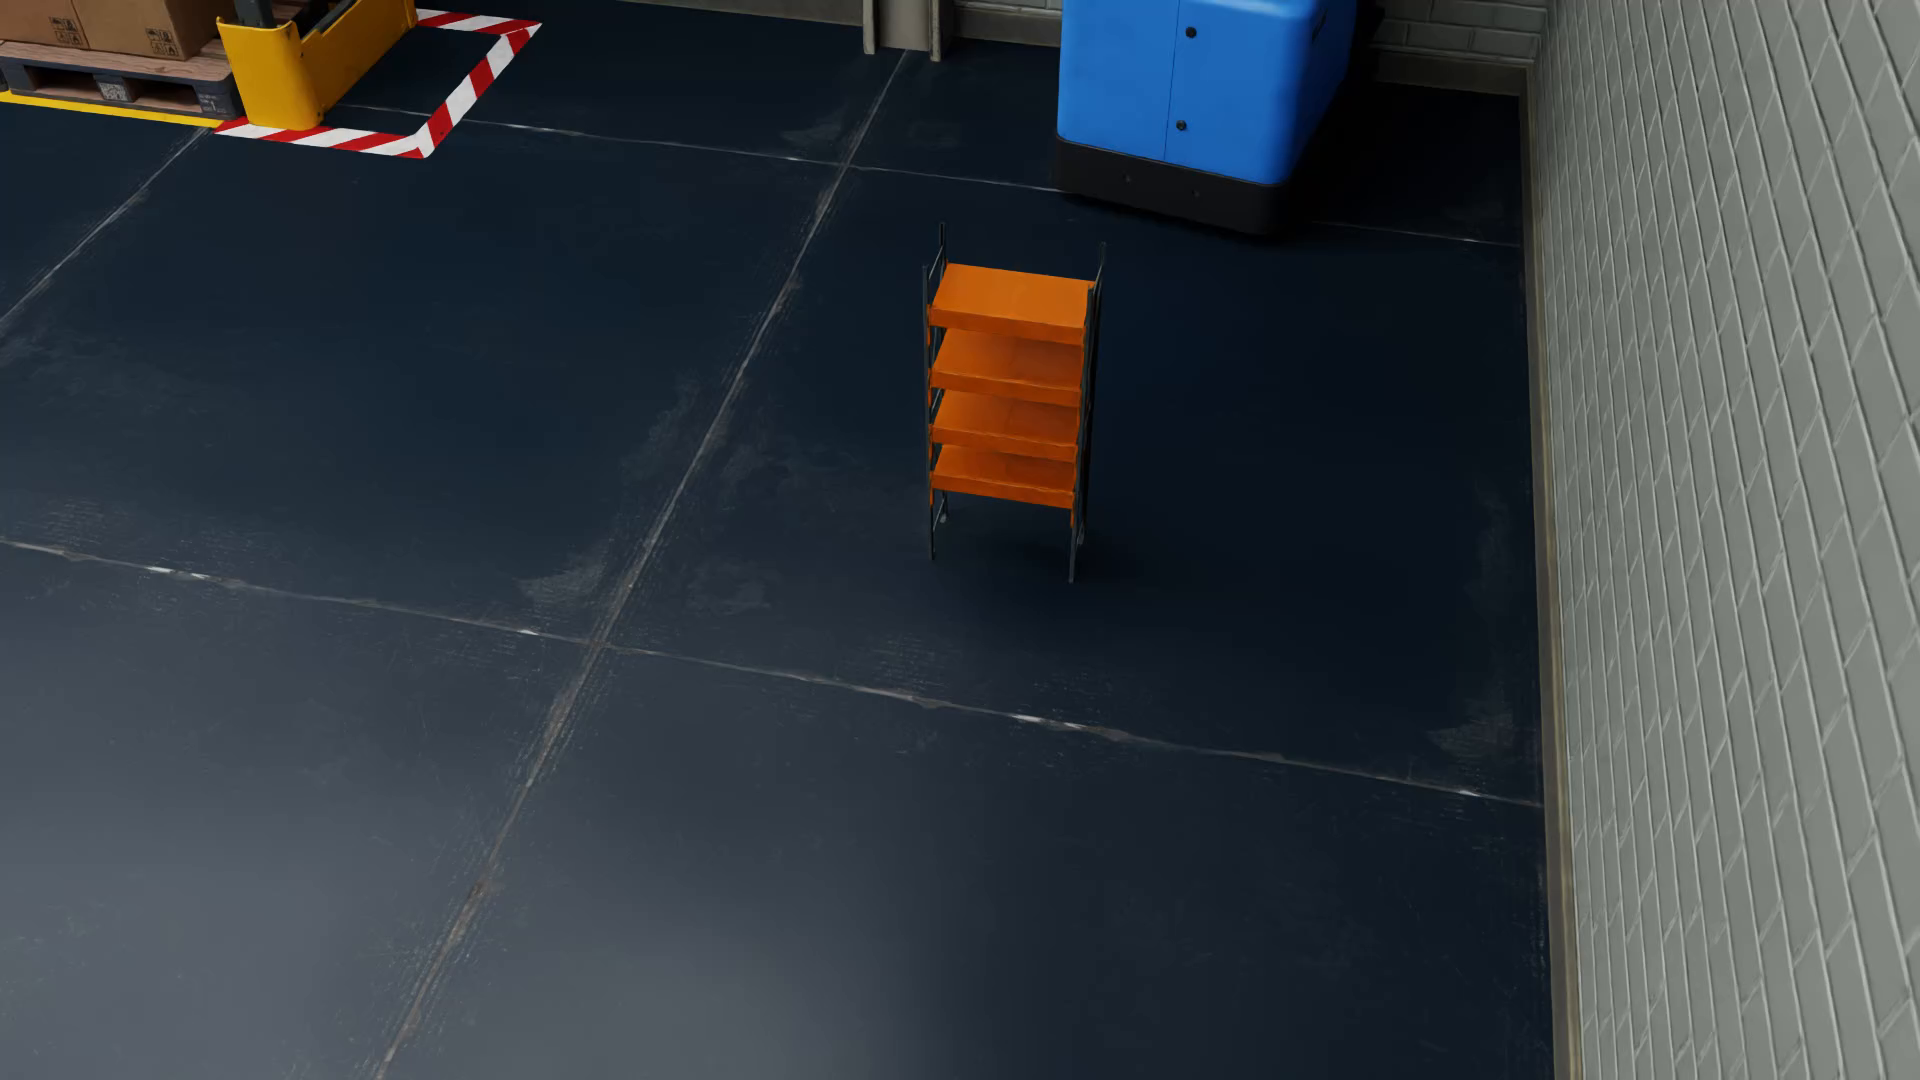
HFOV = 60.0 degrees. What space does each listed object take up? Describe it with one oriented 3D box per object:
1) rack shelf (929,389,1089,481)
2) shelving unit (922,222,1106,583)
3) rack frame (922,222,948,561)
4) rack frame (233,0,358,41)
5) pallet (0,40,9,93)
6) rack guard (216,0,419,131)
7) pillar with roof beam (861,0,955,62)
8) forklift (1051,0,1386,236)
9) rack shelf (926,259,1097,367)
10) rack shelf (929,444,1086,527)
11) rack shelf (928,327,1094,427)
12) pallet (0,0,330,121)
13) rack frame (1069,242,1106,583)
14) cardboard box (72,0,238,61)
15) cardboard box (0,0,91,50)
[{"bbox_3d":[0.162,-0.359,5.355,0.480,0.148,0.258,9,45,9],"label":"rack shelf"},{"bbox_3d":[0.162,-0.407,5.308,0.503,1.200,0.258,9,45,9],"label":"shelving unit"},{"bbox_3d":[-0.077,-0.444,5.346,0.015,1.200,0.240,9,45,9],"label":"rack frame"},{"bbox_3d":[-3.076,-3.397,7.116,0.127,3.000,1.000,9,45,9],"label":"rack frame"},{"bbox_3d":[-5.060,-2.646,8.347,1.213,0.211,1.003,9,45,9],"label":"pallet"},{"bbox_3d":[-3.052,-2.493,7.979,0.348,0.500,1.175,9,45,9],"label":"rack guard"},{"bbox_3d":[-1.192,-2.821,2.192,0.400,9.000,9.100,9,45,9],"label":"pillar with roof beam"},{"bbox_3d":[1.453,-3.363,7.131,1.130,2.935,3.031,17,46,17],"label":"forklift"},{"bbox_3d":[0.162,-0.690,5.035,0.480,0.148,0.258,9,45,9],"label":"rack shelf"},{"bbox_3d":[0.162,-0.216,5.492,0.480,0.148,0.258,9,45,9],"label":"rack shelf"},{"bbox_3d":[0.162,-0.520,5.199,0.480,0.148,0.258,9,45,9],"label":"rack shelf"},{"bbox_3d":[-3.873,-2.460,8.154,1.213,0.211,1.003,9,45,9],"label":"pallet"},{"bbox_3d":[0.400,-0.370,5.269,0.015,1.200,0.240,9,45,9],"label":"rack frame"},{"bbox_3d":[-3.781,-2.686,7.877,0.500,0.500,0.700,9,45,9],"label":"cardboard box"},{"bbox_3d":[-4.269,-2.762,7.956,0.500,0.500,0.700,9,45,9],"label":"cardboard box"}]
